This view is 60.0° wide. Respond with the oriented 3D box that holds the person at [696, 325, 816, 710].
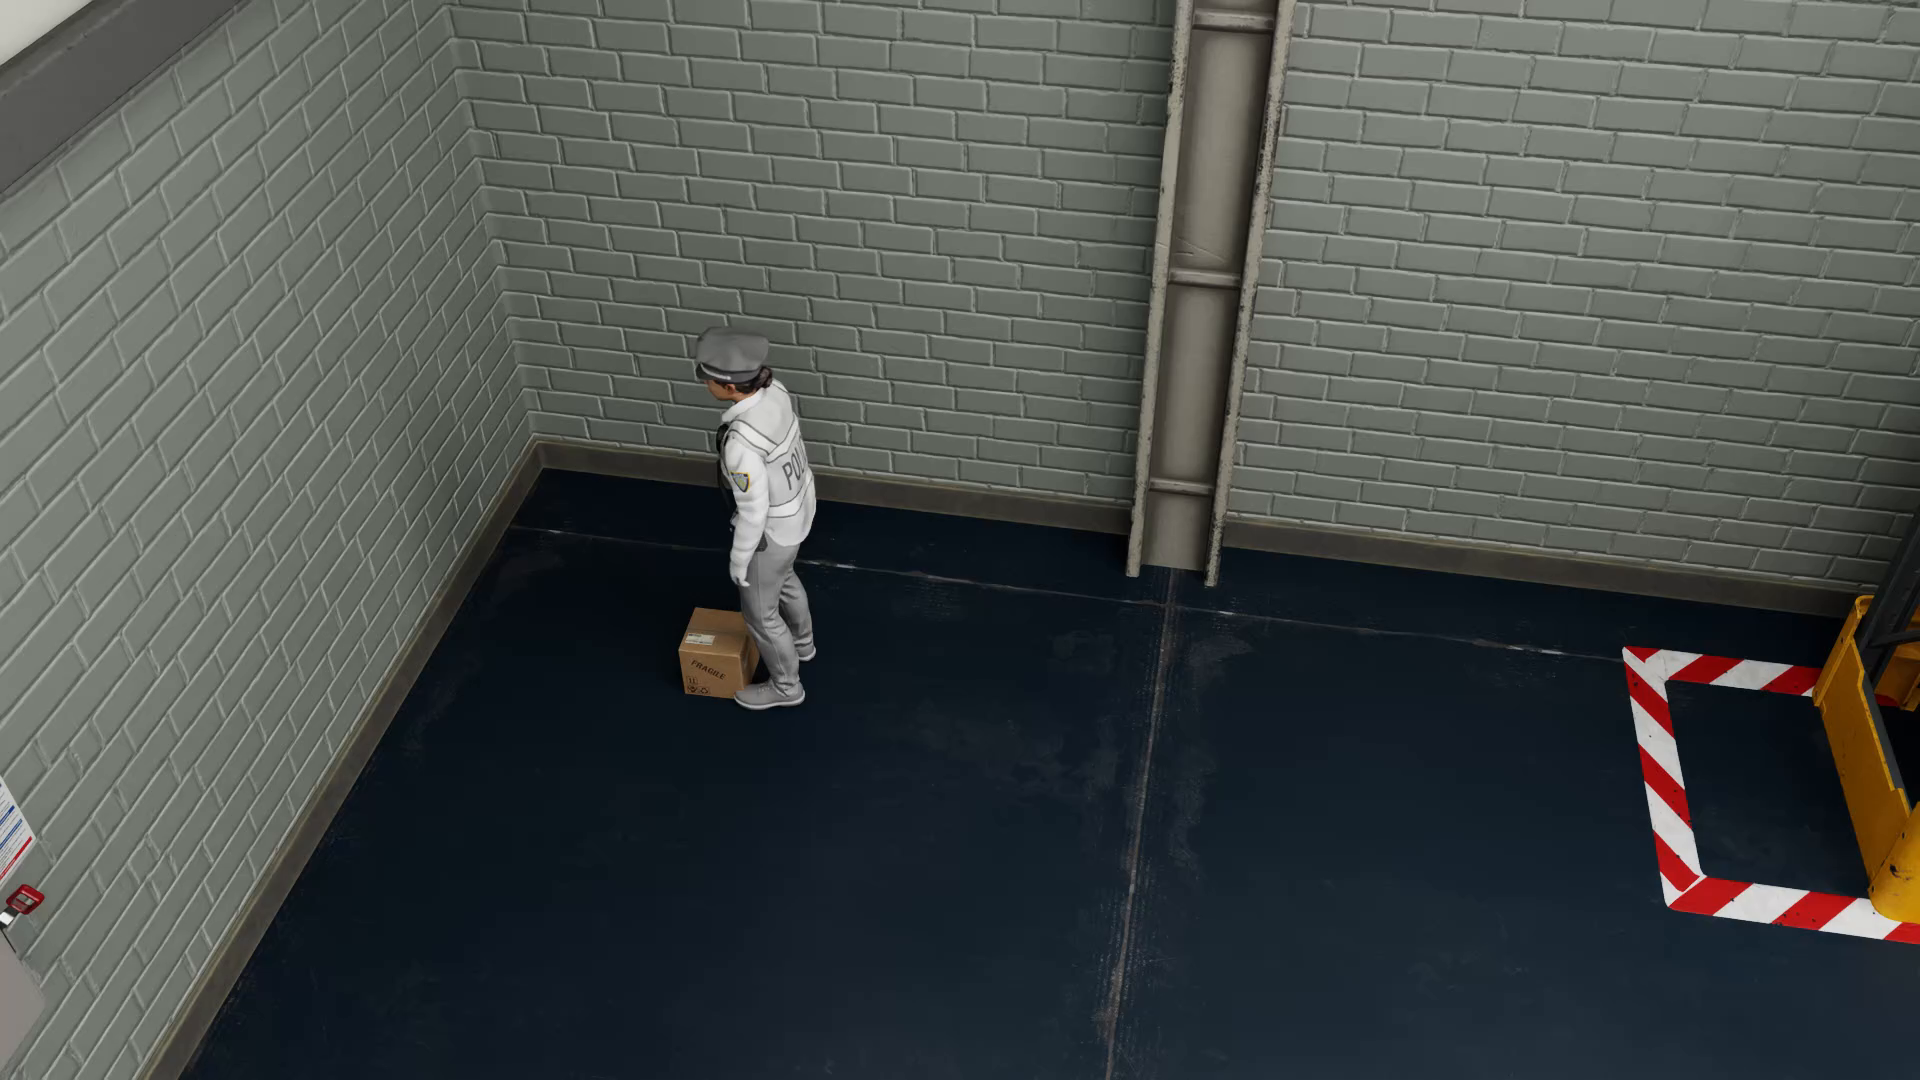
[{"bbox_3d":[-0.731,-0.057,6.221,0.371,1.664,0.529,7,41,8],"label":"person"}]
